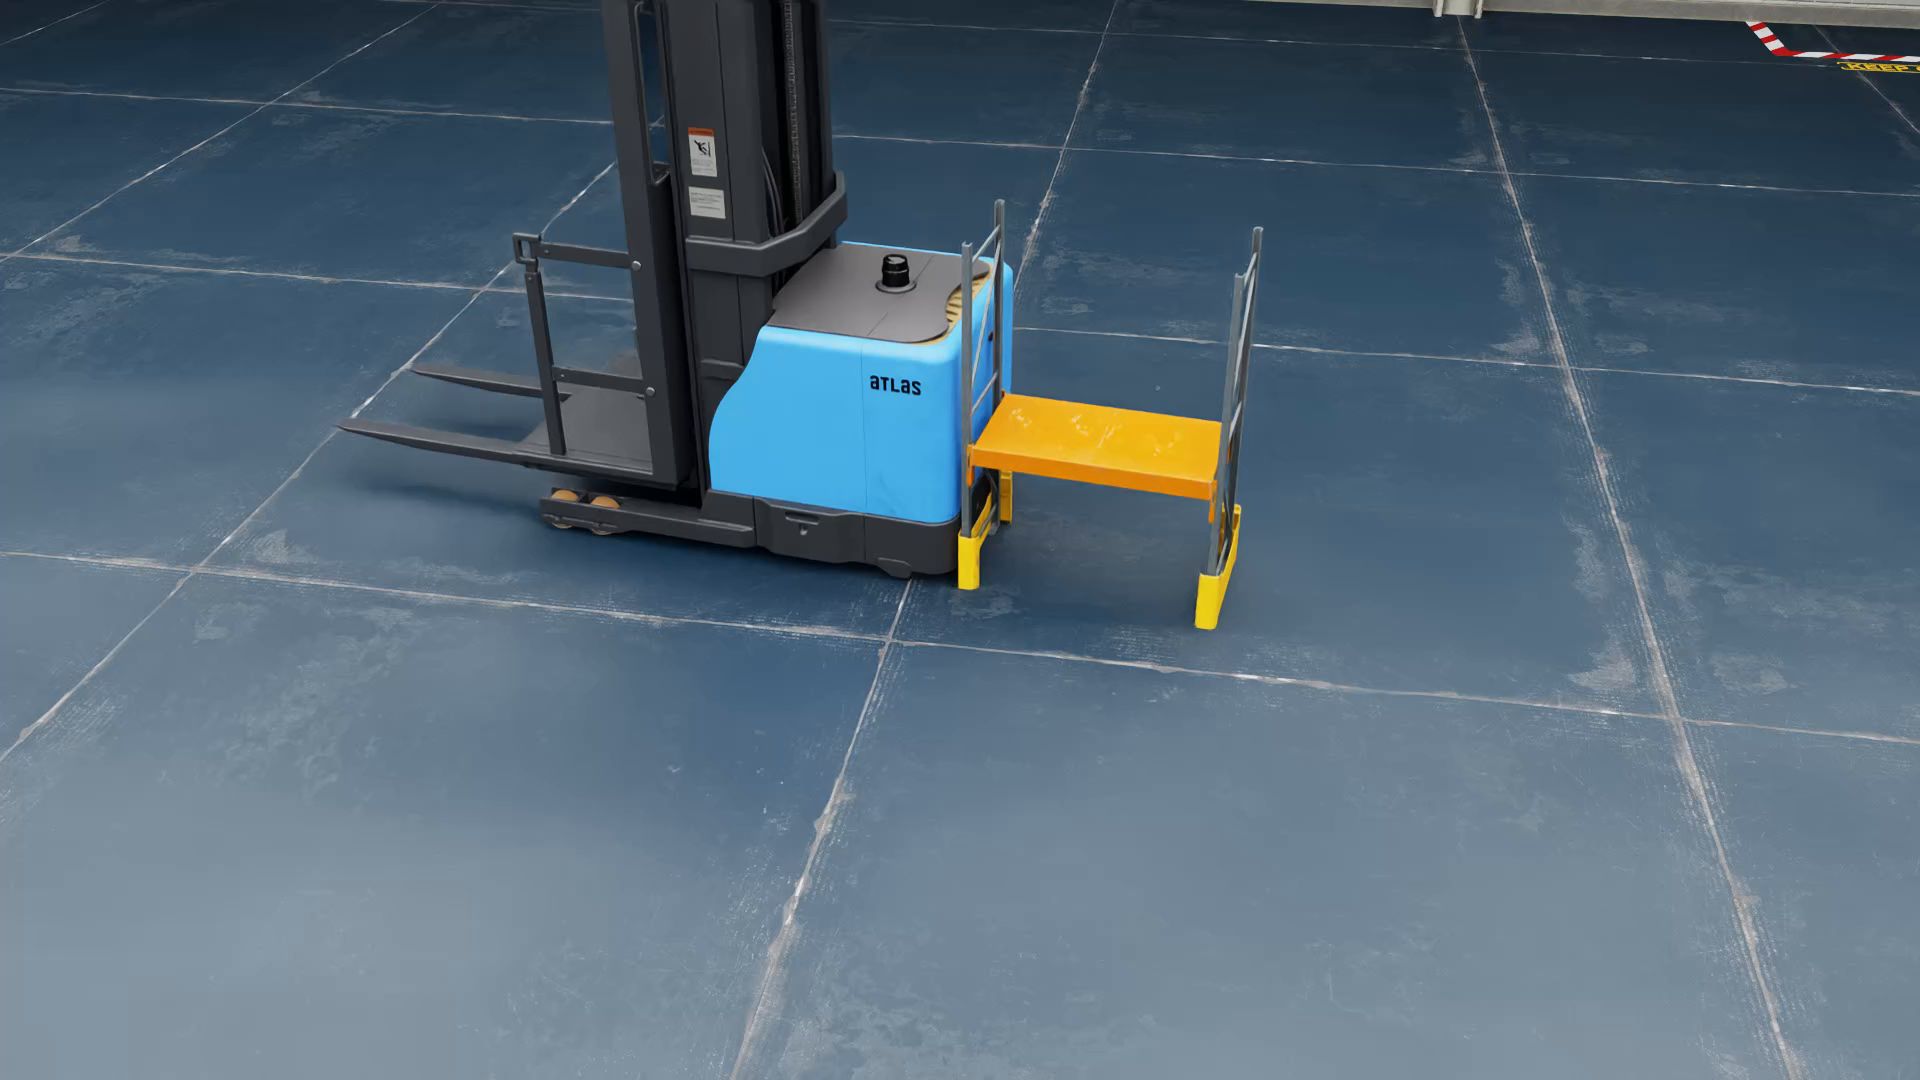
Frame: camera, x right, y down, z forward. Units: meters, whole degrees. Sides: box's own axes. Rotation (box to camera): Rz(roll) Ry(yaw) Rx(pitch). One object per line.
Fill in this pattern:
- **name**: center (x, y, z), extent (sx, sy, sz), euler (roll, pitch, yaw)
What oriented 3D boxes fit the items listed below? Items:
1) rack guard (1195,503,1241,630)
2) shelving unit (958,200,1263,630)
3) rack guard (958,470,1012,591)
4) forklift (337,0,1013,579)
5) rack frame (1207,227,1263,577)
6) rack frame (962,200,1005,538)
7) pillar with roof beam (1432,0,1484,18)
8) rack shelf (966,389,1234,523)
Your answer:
- **rack guard**: center (1.065, 0.103, 6.850), extent (0.087, 0.250, 0.587), euler (9, 33, 14)
- **shelving unit**: center (0.587, -0.503, 6.640), extent (1.083, 1.500, 0.587), euler (9, 33, 14)
- **rack guard**: center (0.110, -0.049, 7.092), extent (0.087, 0.250, 0.587), euler (9, 33, 14)
- **forklift**: center (-1.334, -1.521, 6.917), extent (3.031, 2.935, 1.130), euler (9, 33, 14)
- **rack frame**: center (1.066, -0.427, 6.518), extent (0.032, 1.500, 0.500), euler (9, 33, 14)
- **rack frame**: center (0.092, -0.581, 6.765), extent (0.032, 1.500, 0.500), euler (9, 33, 14)
- **pillar with roof beam**: center (3.663, -6.223, 8.710), extent (0.400, 9.000, 9.100), euler (5, 32, 8)
- **rack shelf**: center (0.579, -0.352, 6.737), extent (1.000, 0.185, 0.538), euler (9, 33, 14)
